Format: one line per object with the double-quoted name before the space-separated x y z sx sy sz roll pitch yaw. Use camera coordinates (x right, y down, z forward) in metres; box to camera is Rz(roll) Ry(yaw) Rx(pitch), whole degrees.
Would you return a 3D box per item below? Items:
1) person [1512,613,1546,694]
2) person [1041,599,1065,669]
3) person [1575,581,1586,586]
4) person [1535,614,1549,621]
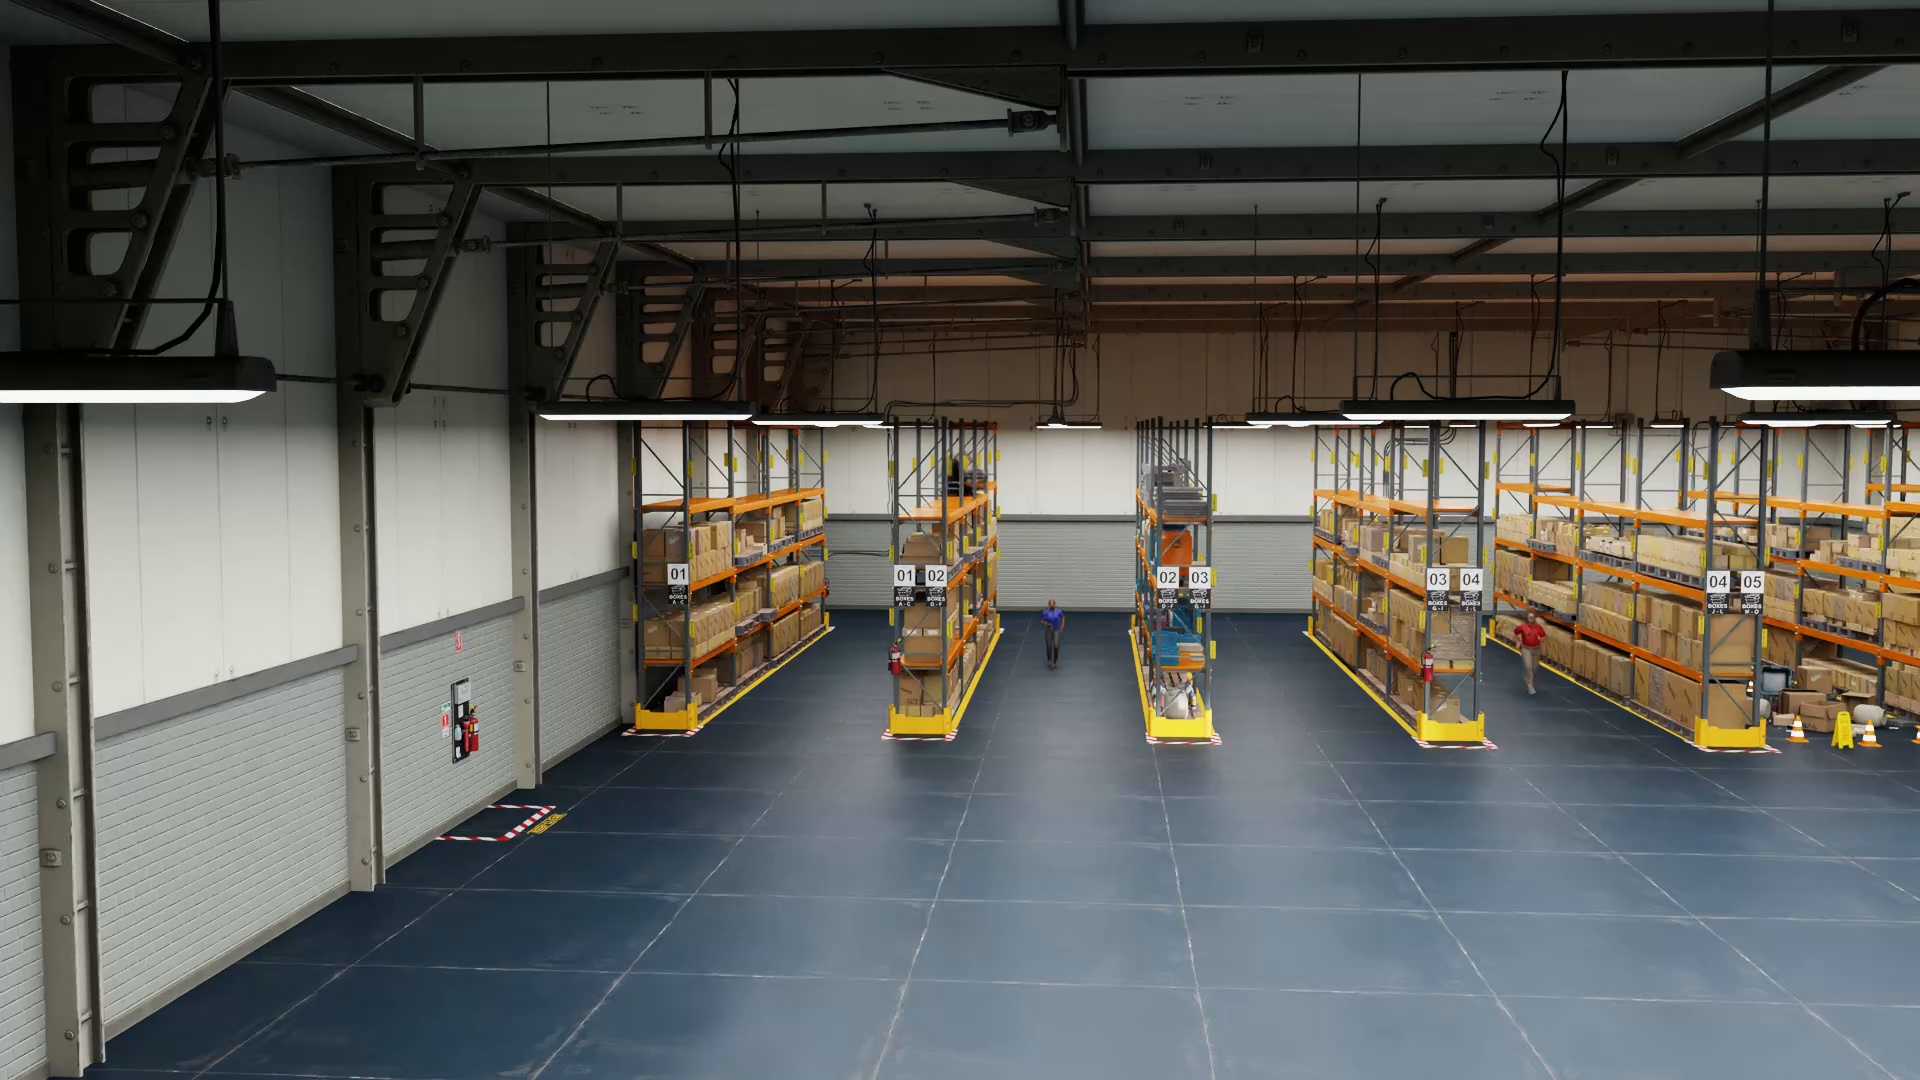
"person" 12.521 2.456 36.487 0.661 1.718 0.988 0 4 -2
"person" 2.250 2.289 40.314 0.584 1.698 0.718 0 4 1
"person" 16.858 1.825 45.562 0.717 1.757 1.078 0 4 -4
"person" 16.565 1.802 47.263 0.698 1.720 0.559 0 4 0
